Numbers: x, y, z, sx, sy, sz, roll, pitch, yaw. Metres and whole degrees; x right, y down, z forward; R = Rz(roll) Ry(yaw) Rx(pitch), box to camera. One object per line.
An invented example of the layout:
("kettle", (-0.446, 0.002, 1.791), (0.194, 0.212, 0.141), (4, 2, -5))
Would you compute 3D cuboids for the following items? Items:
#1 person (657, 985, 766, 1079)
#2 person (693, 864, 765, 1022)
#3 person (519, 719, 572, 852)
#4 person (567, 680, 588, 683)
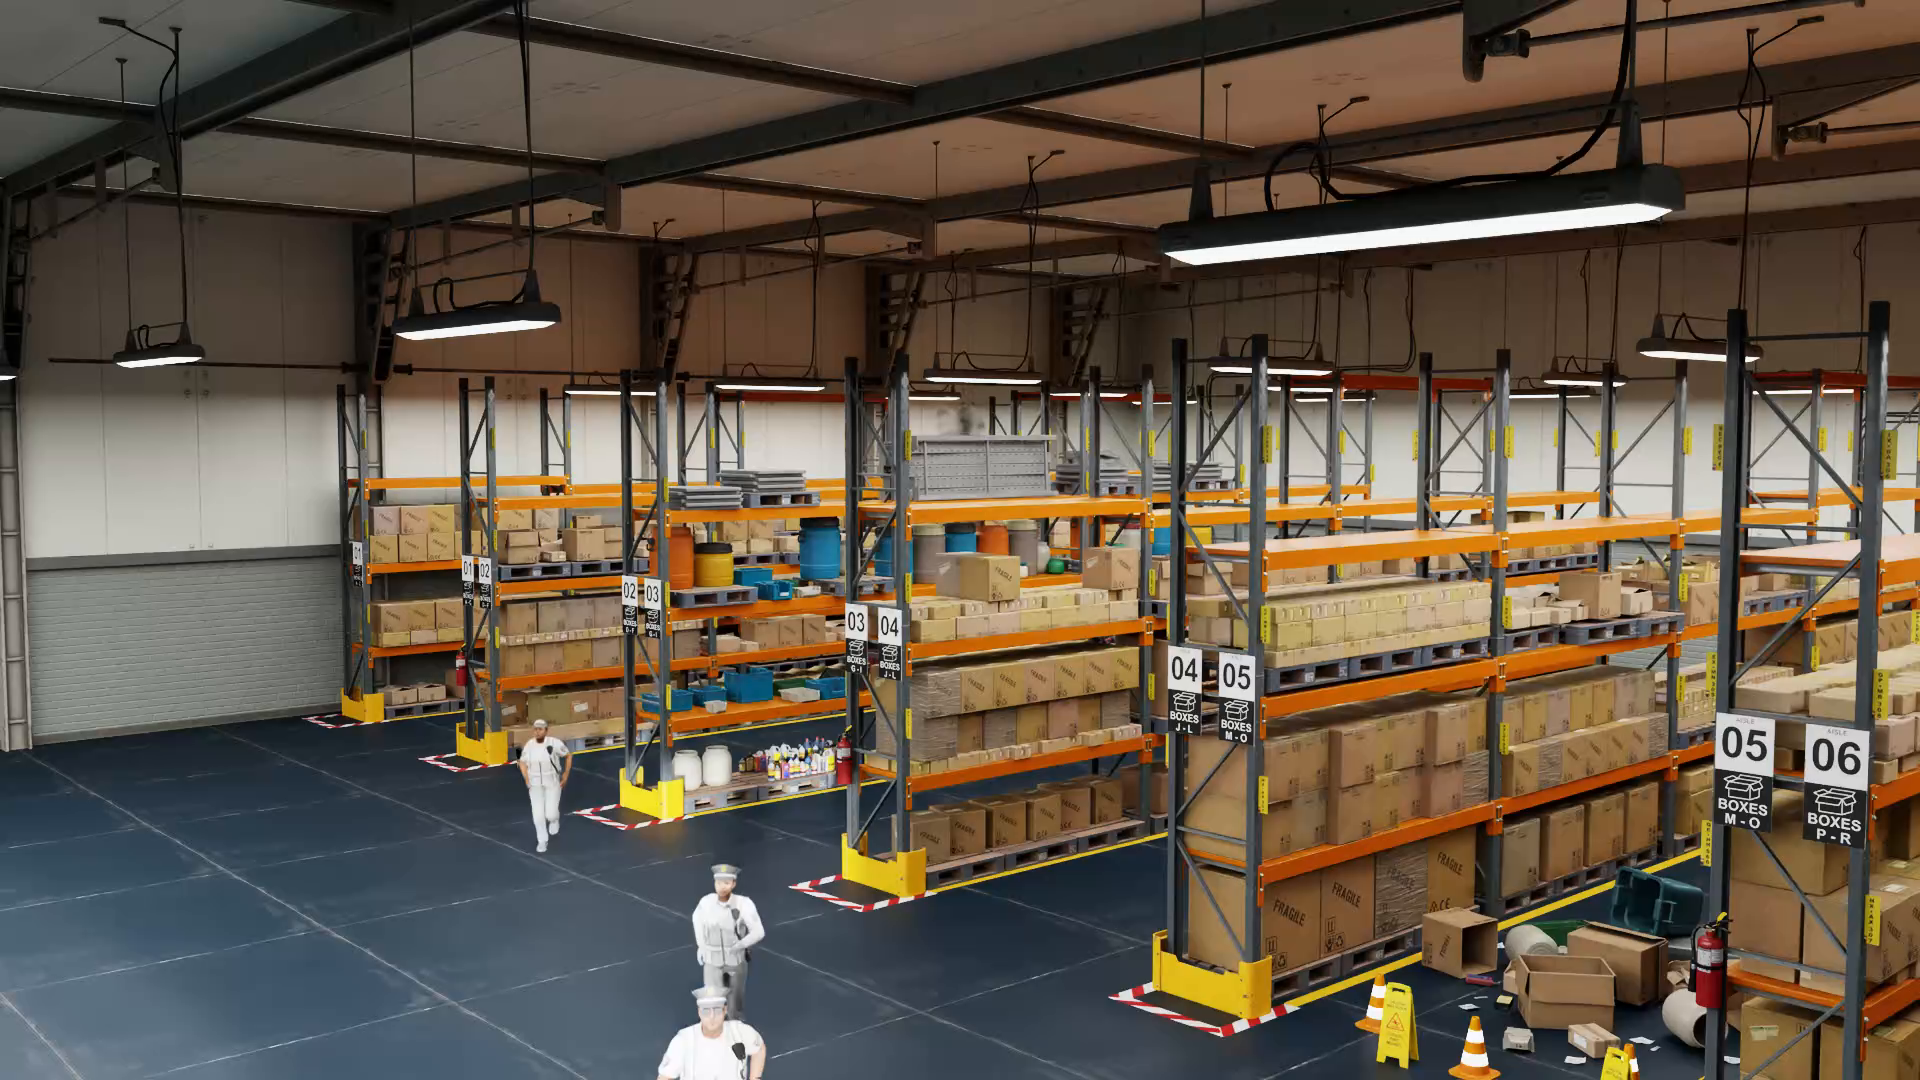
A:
("person", (-1.518, 3.589, 10.194), (0.662, 1.789, 0.943), (0, 4, -7))
("person", (-1.872, 3.443, 13.423), (0.600, 1.743, 0.767), (0, 4, -3))
("person", (-5.124, 3.019, 20.547), (0.623, 1.642, 0.620), (0, 4, -1))
("person", (-6.698, 2.457, 29.038), (0.570, 1.671, 0.796), (4, 5, 44))
